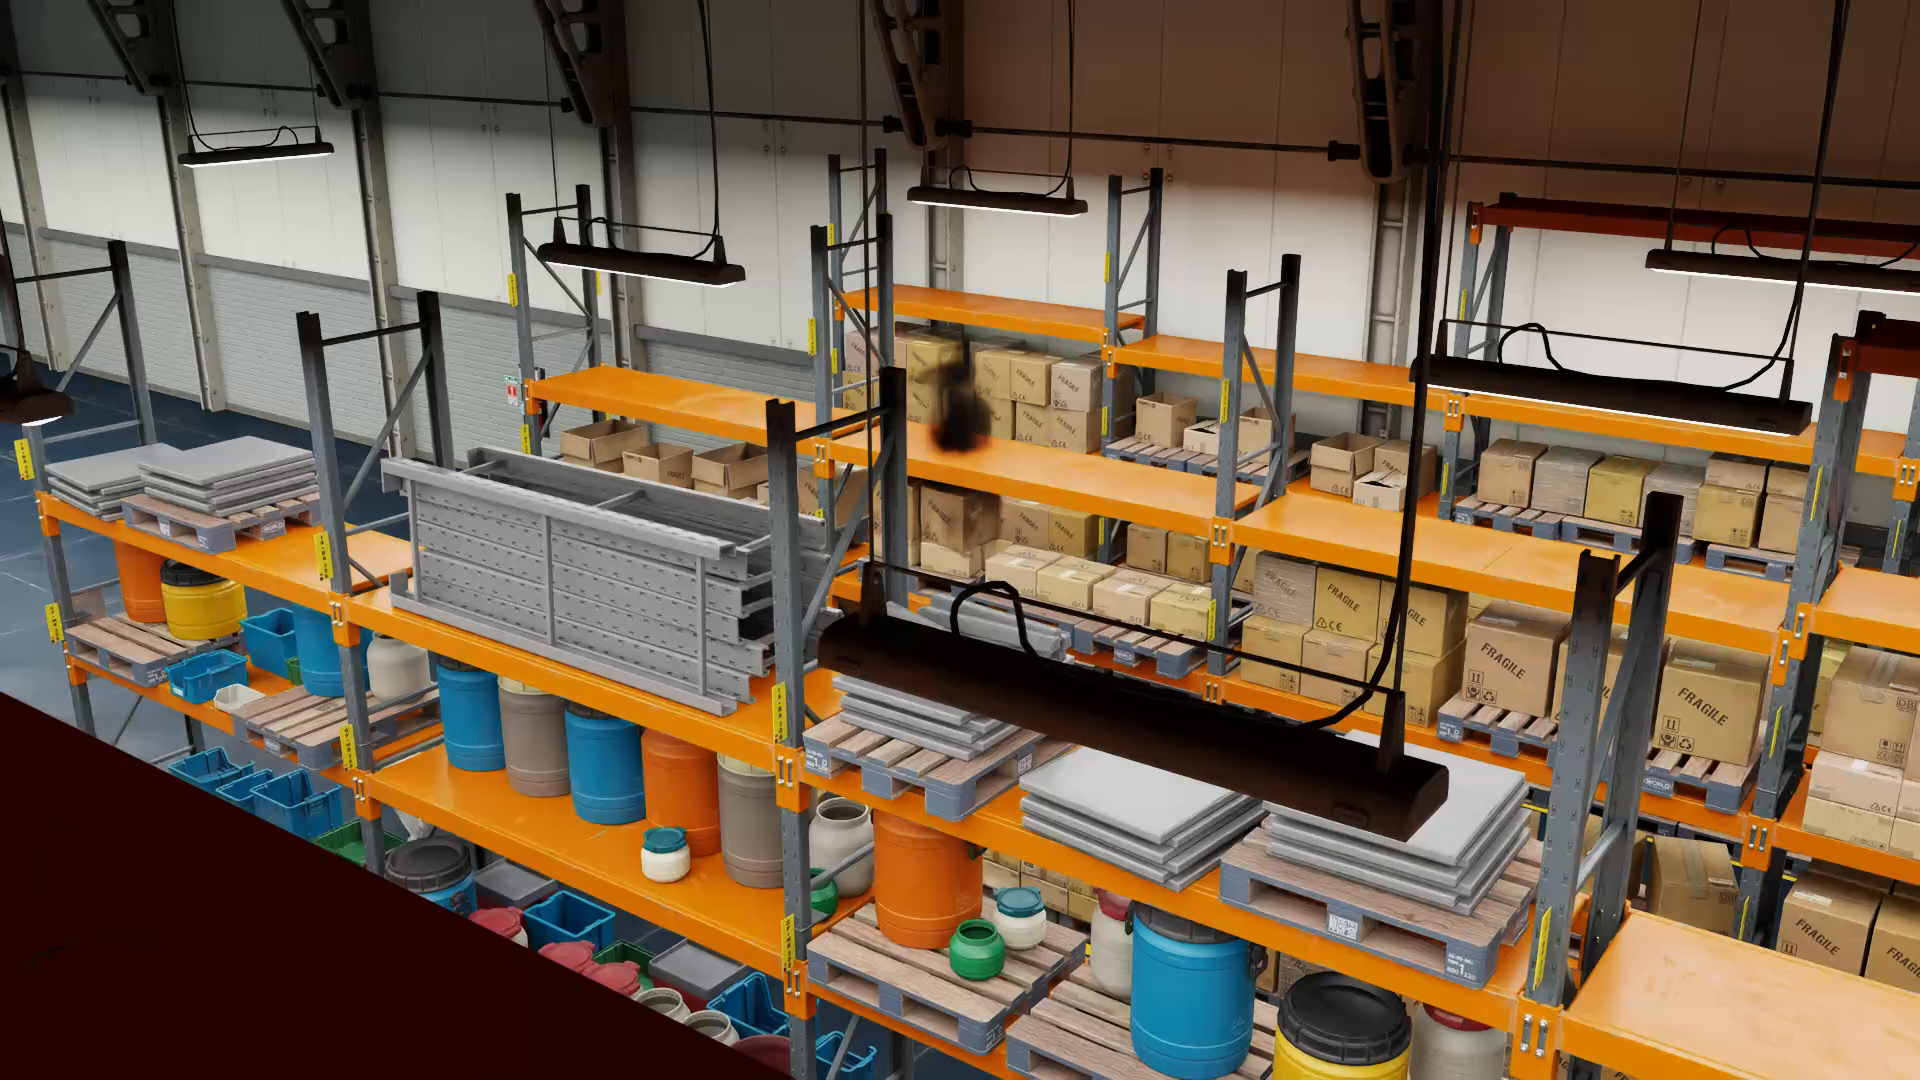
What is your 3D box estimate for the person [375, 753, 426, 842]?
[{"bbox_3d":[-5.388,2.185,15.971,0.583,1.638,0.664,9,21,26],"label":"person"}]
